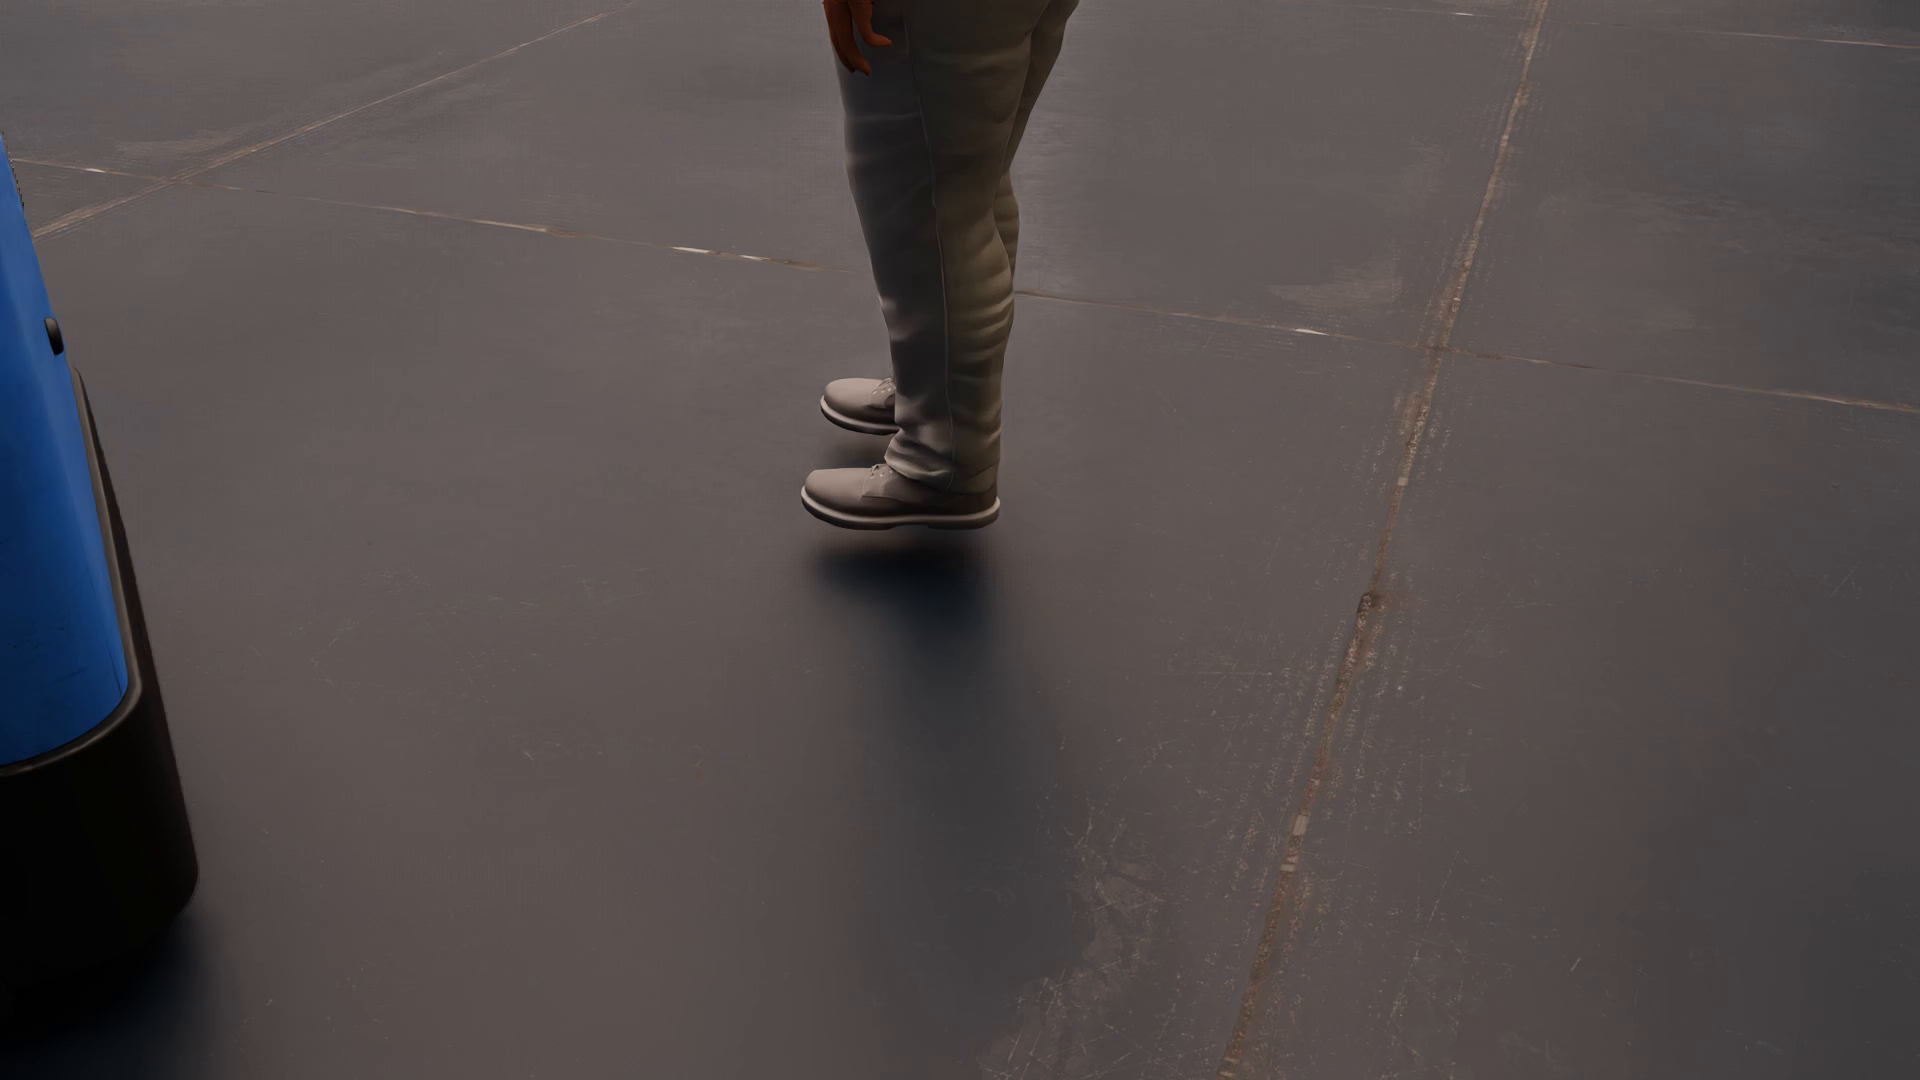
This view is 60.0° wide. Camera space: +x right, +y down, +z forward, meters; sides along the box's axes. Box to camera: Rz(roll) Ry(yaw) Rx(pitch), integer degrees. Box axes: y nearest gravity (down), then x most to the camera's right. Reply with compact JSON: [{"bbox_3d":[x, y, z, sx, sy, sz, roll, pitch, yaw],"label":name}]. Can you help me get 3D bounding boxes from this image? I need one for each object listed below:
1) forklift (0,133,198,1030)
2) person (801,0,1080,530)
[{"bbox_3d":[-2.331,-0.693,0.749,3.031,2.935,1.130,-15,33,-25],"label":"forklift"},{"bbox_3d":[-0.064,-0.790,2.107,0.529,1.669,0.599,10,31,18],"label":"person"}]
